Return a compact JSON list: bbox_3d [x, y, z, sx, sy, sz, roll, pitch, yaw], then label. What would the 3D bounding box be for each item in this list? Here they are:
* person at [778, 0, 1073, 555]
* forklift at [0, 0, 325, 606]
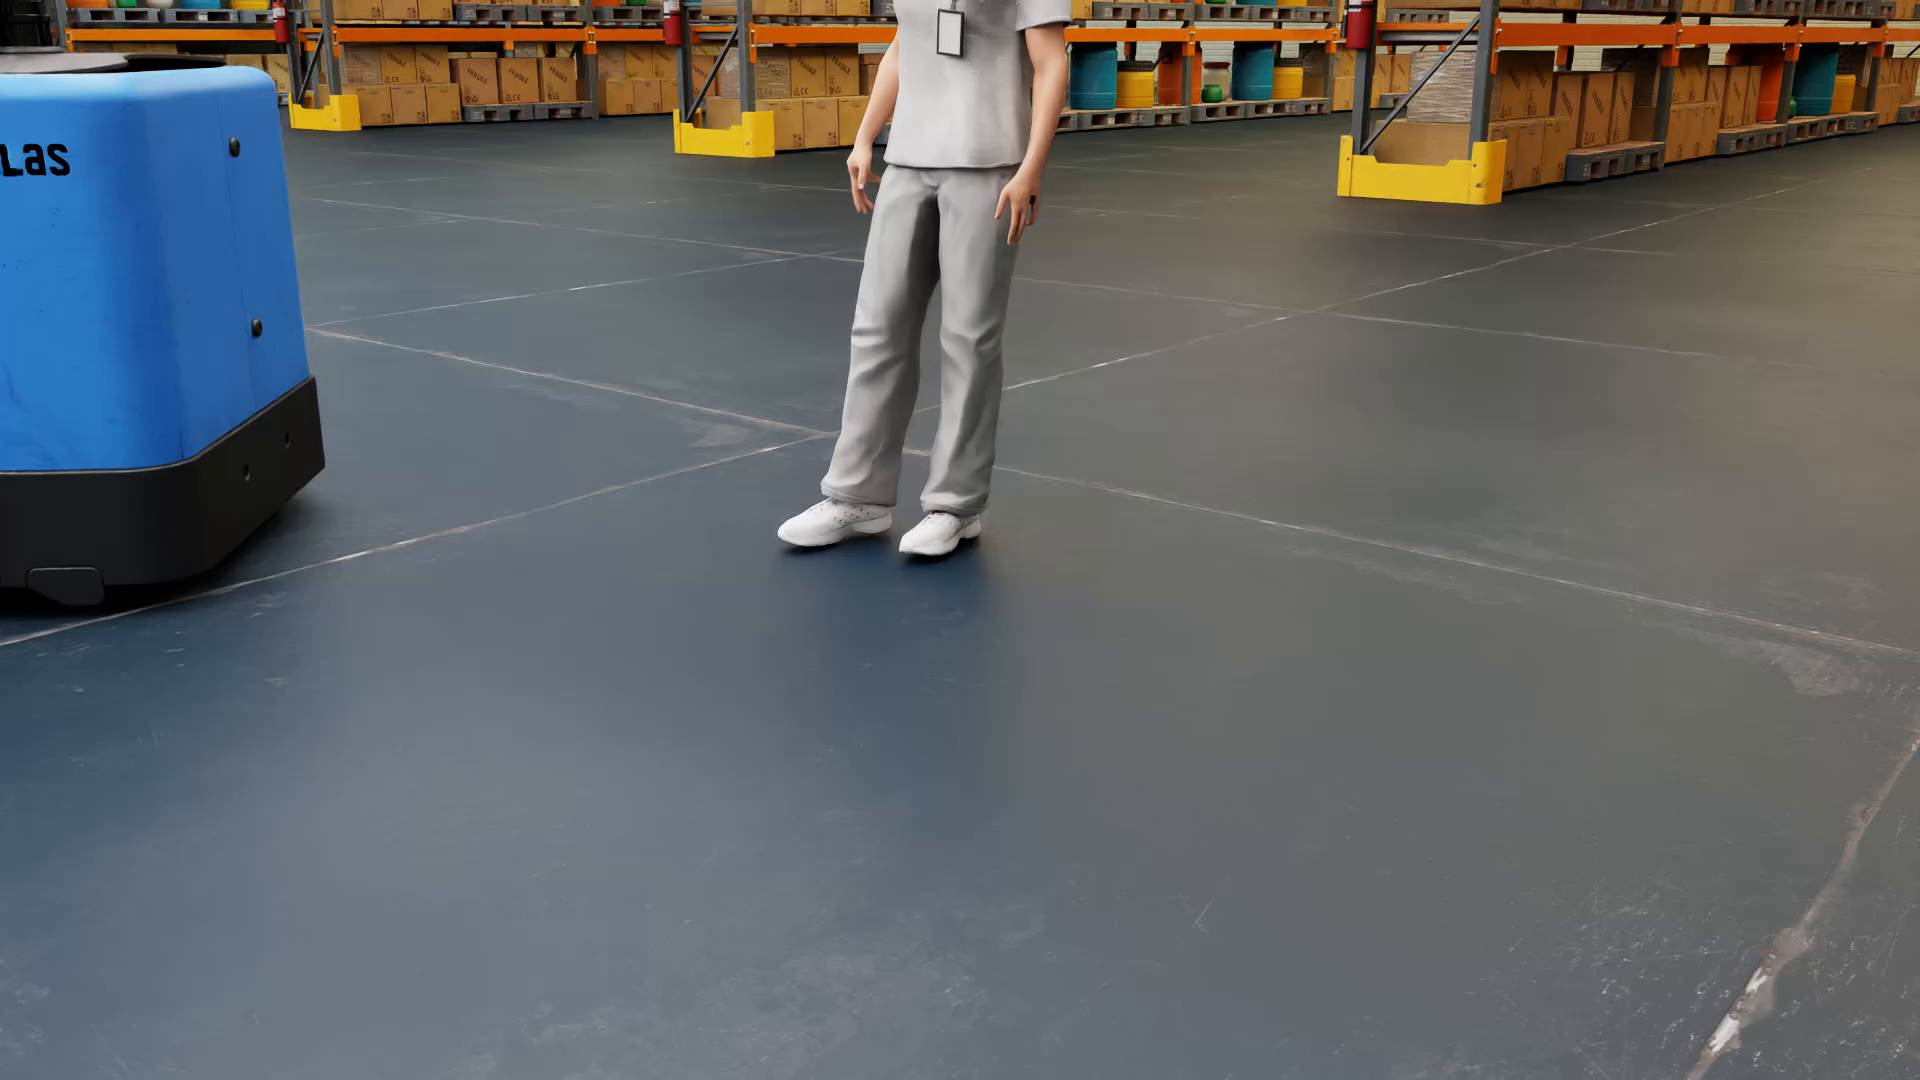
[{"bbox_3d":[-0.057,-0.795,3.650,0.550,1.673,0.548,13,21,37],"label":"person"},{"bbox_3d":[-3.118,-1.359,3.372,3.031,2.935,1.130,-1,17,-5],"label":"forklift"}]
